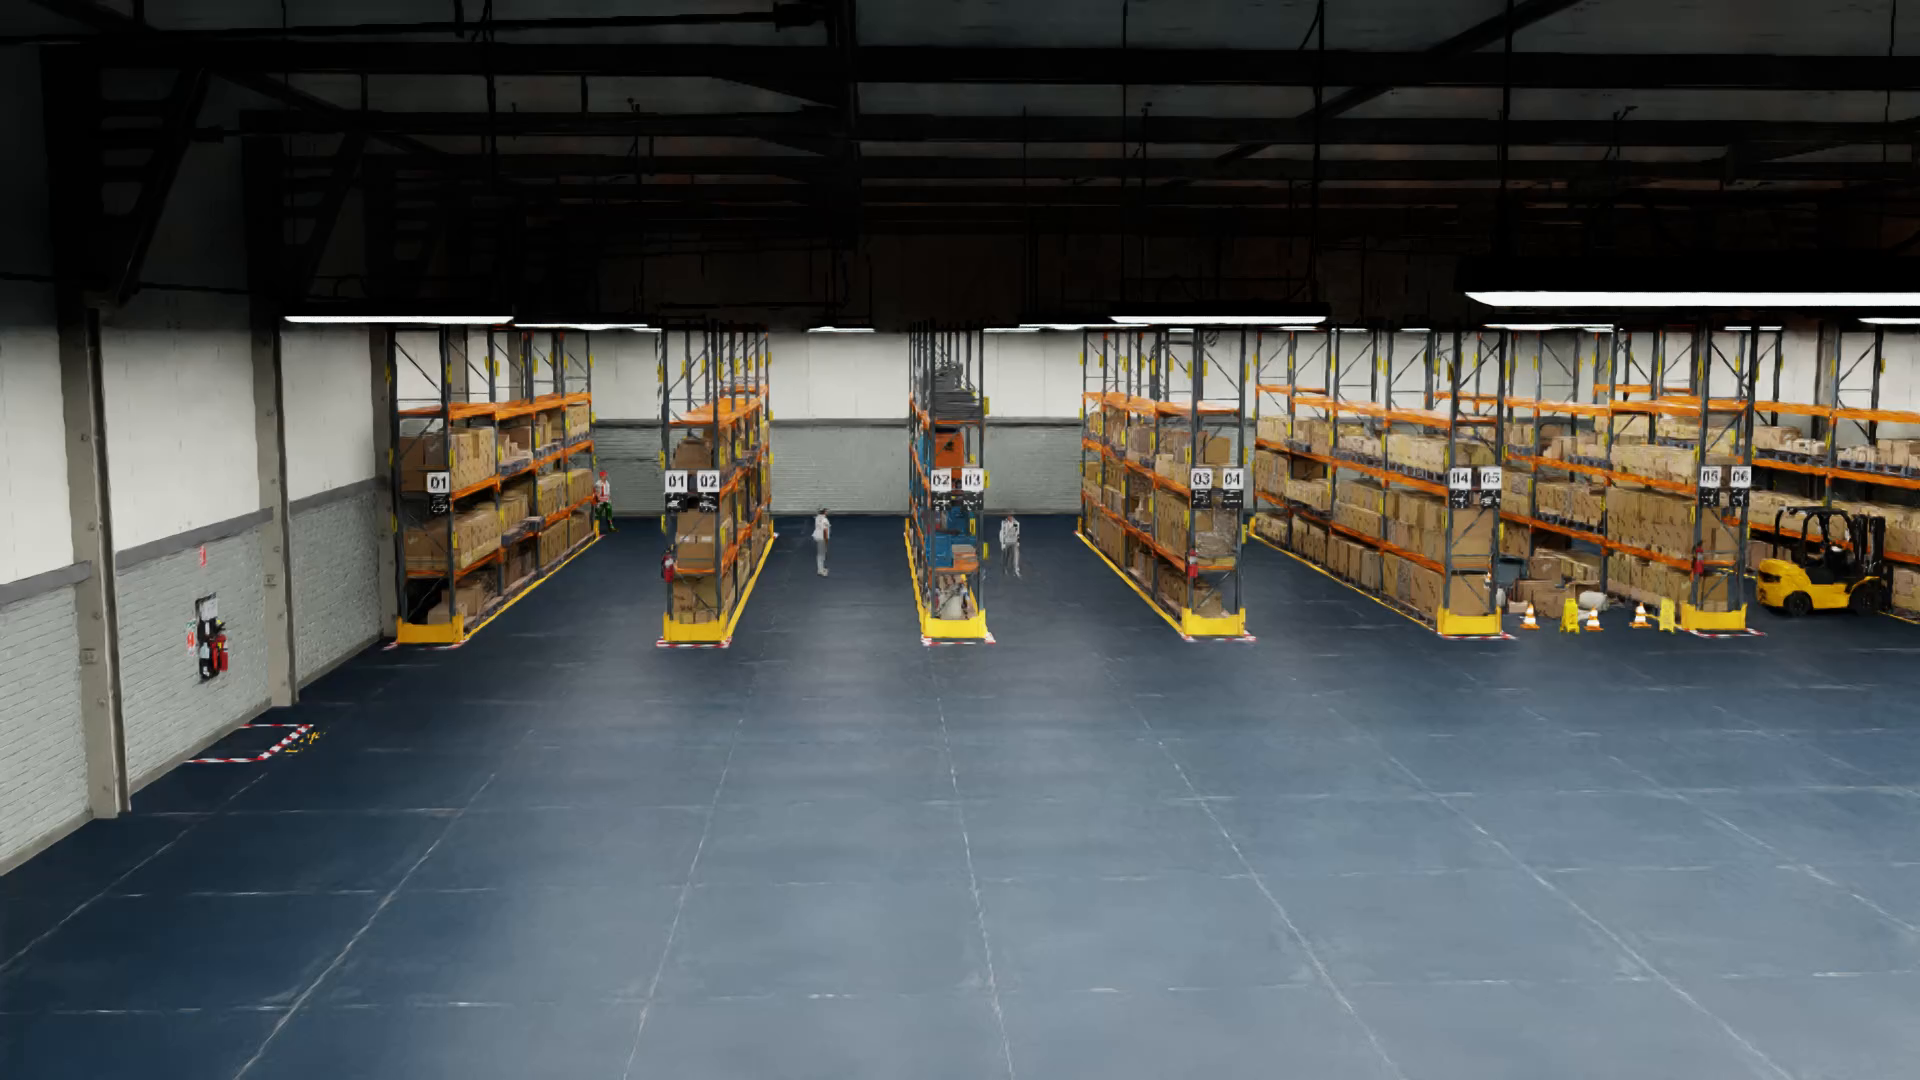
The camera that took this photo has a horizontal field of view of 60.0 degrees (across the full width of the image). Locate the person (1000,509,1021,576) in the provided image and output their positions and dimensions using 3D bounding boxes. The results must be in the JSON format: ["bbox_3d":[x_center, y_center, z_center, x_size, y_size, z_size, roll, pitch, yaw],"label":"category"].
[{"bbox_3d":[1.186,0.043,39.441,0.498,1.582,1.075,-1,7,-5],"label":"person"}]

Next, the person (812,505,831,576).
[{"bbox_3d":[-3.267,-0.007,39.645,0.463,1.673,0.574,-4,8,-28],"label":"person"}]

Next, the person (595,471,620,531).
[{"bbox_3d":[-10.325,-1.123,48.164,0.532,1.785,0.627,5,9,34],"label":"person"}]
